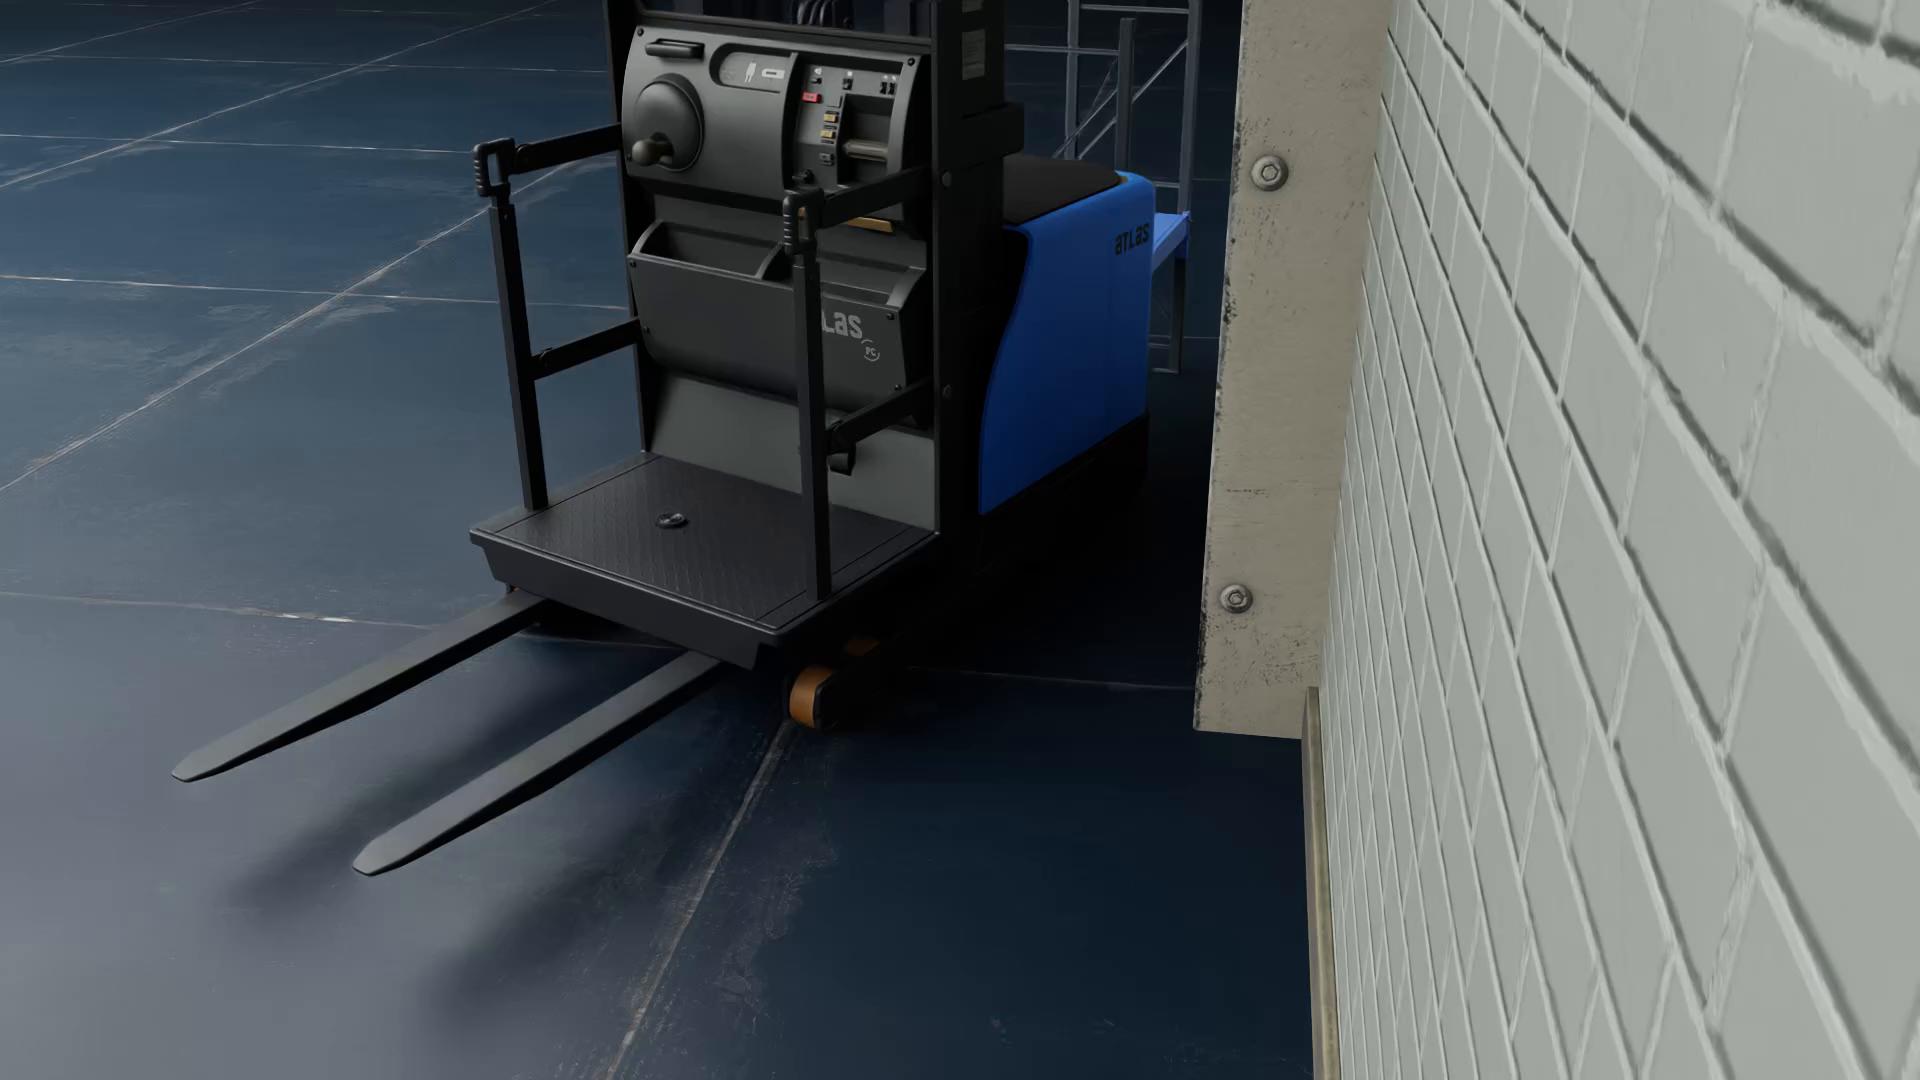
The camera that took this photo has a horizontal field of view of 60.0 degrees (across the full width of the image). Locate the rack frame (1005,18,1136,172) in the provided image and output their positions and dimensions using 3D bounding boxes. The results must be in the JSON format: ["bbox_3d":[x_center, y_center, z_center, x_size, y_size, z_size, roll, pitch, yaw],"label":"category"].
[{"bbox_3d":[0.308,-0.978,5.570,0.500,1.500,0.032,9,26,18],"label":"rack frame"}]

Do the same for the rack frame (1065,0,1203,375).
[{"bbox_3d":[0.647,-1.384,6.438,0.500,1.500,0.032,9,26,18],"label":"rack frame"}]

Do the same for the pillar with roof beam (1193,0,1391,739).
[{"bbox_3d":[-3.471,-3.965,3.106,9.100,9.000,0.400,4,25,9],"label":"pillar with roof beam"}]

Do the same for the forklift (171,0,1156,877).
[{"bbox_3d":[-0.614,-1.073,4.084,1.130,2.935,3.031,16,29,30],"label":"forklift"}]

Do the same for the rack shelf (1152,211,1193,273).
[{"bbox_3d":[0.478,-1.018,6.080,0.538,0.185,1.000,9,26,18],"label":"rack shelf"}]

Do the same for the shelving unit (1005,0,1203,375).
[{"bbox_3d":[0.478,-1.181,6.004,0.538,1.500,1.048,9,26,18],"label":"shelving unit"}]
